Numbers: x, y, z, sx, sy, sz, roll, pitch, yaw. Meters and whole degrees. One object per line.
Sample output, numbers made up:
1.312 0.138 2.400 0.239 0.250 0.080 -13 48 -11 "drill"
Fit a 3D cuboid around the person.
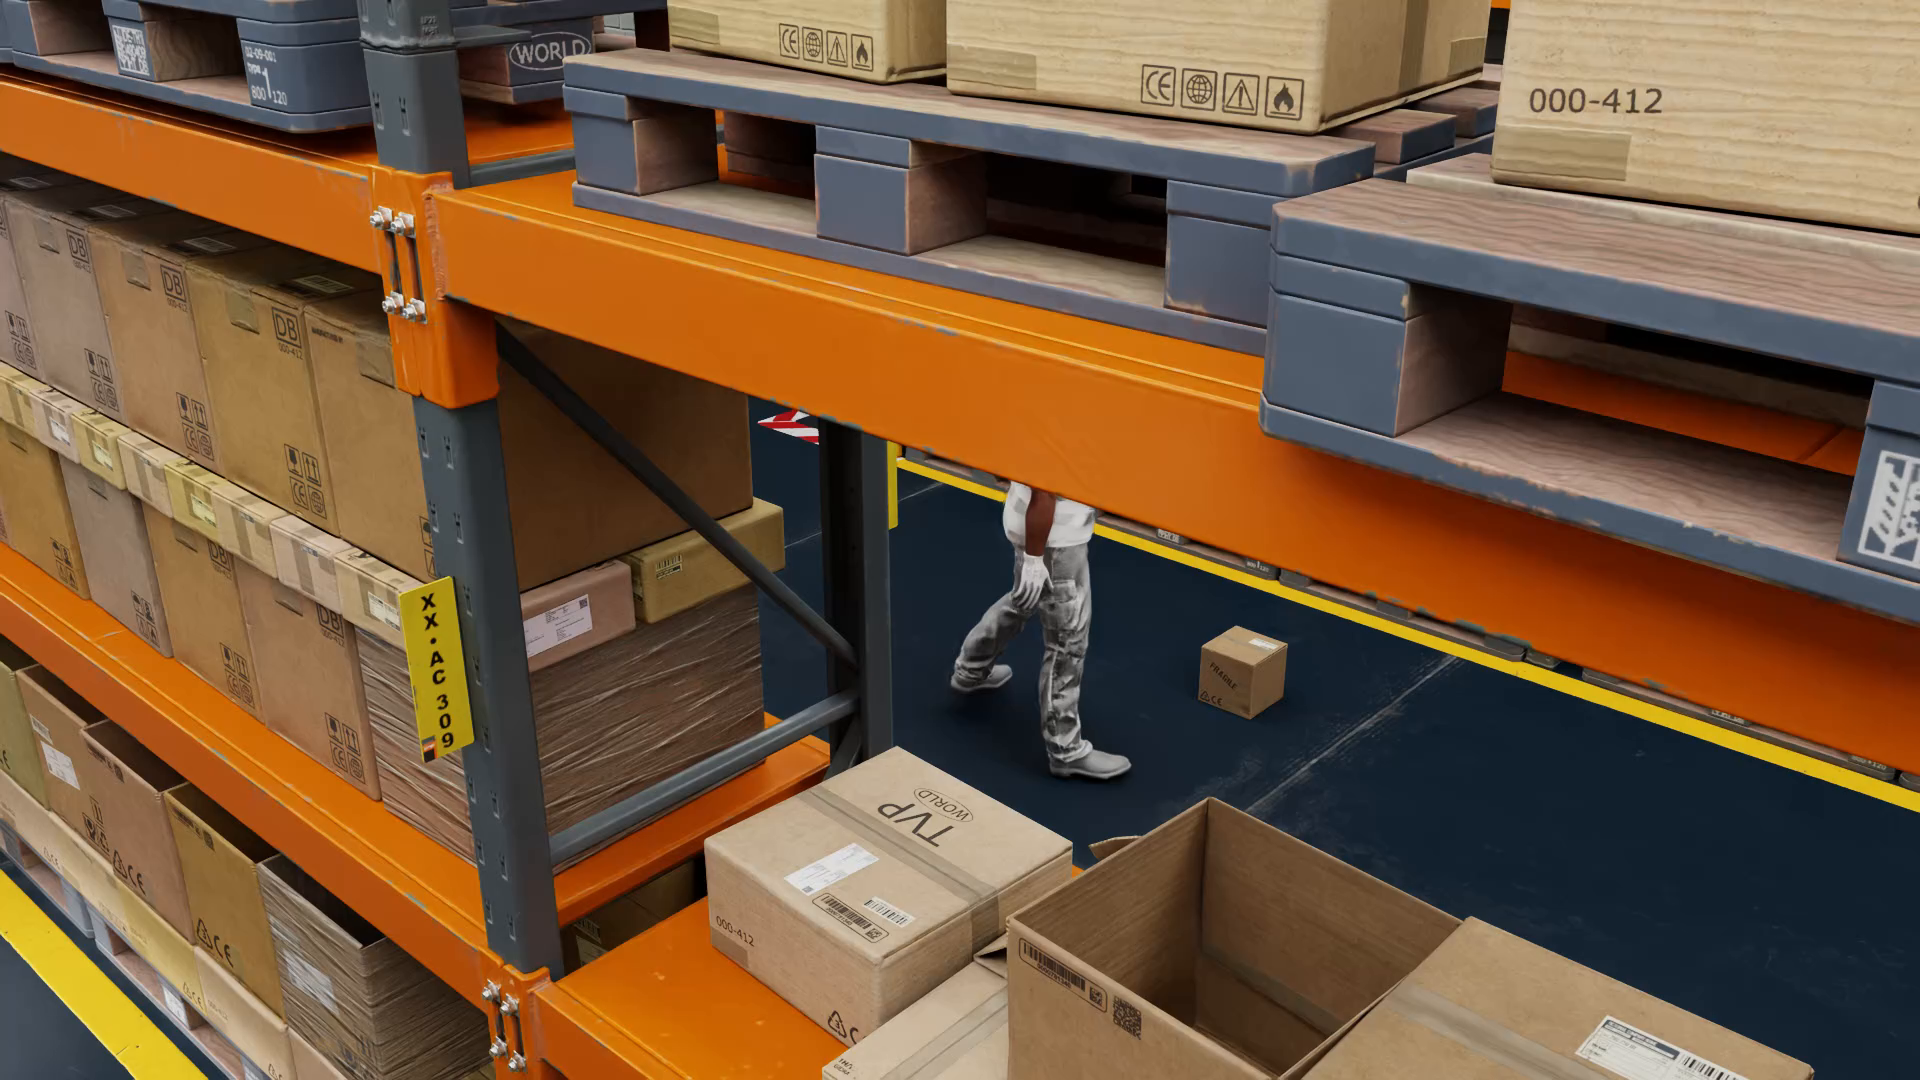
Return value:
0.300 -0.052 6.185 0.675 1.774 0.765 0 24 -1 "person"
